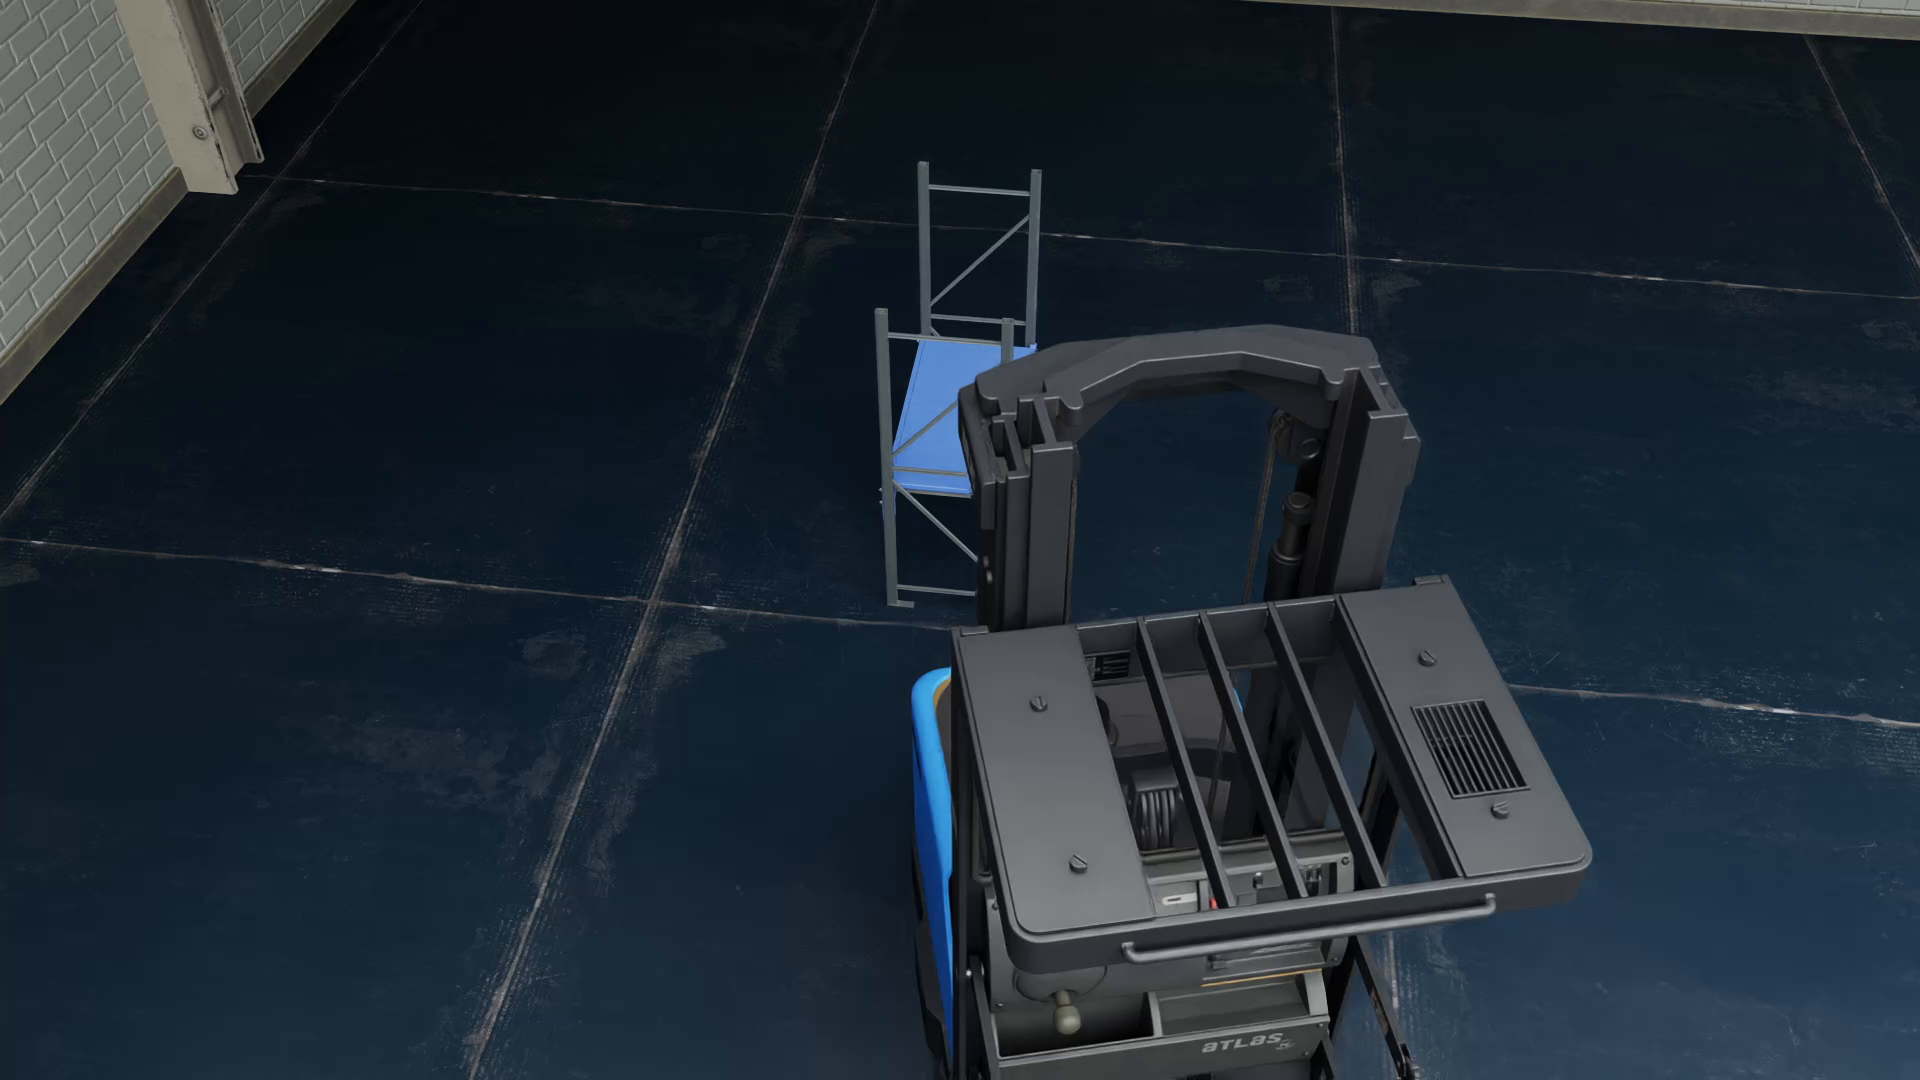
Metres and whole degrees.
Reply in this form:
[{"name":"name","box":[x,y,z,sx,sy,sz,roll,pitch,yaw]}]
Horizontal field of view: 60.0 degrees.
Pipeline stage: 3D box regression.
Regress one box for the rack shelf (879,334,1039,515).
[{"name":"rack shelf","box":[0.011,-0.472,6.942,0.538,0.185,1.000,5,44,6]}]

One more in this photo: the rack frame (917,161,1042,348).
[{"name":"rack frame","box":[0.078,-0.949,7.184,0.500,1.500,0.032,5,44,6]}]

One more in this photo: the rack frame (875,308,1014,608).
[{"name":"rack frame","box":[-0.056,-0.256,6.452,0.500,1.500,0.032,5,44,6]}]

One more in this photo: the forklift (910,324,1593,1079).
[{"name":"forklift","box":[0.562,1.082,3.997,1.130,2.935,3.031,-6,44,-6]}]

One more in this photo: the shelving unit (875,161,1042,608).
[{"name":"shelving unit","box":[0.011,-0.603,6.818,0.538,1.500,1.048,5,44,6]}]

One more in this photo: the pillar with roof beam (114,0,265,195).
[{"name":"pillar with roof beam","box":[0.077,-4.961,5.967,9.100,9.000,0.400,5,44,6]}]
